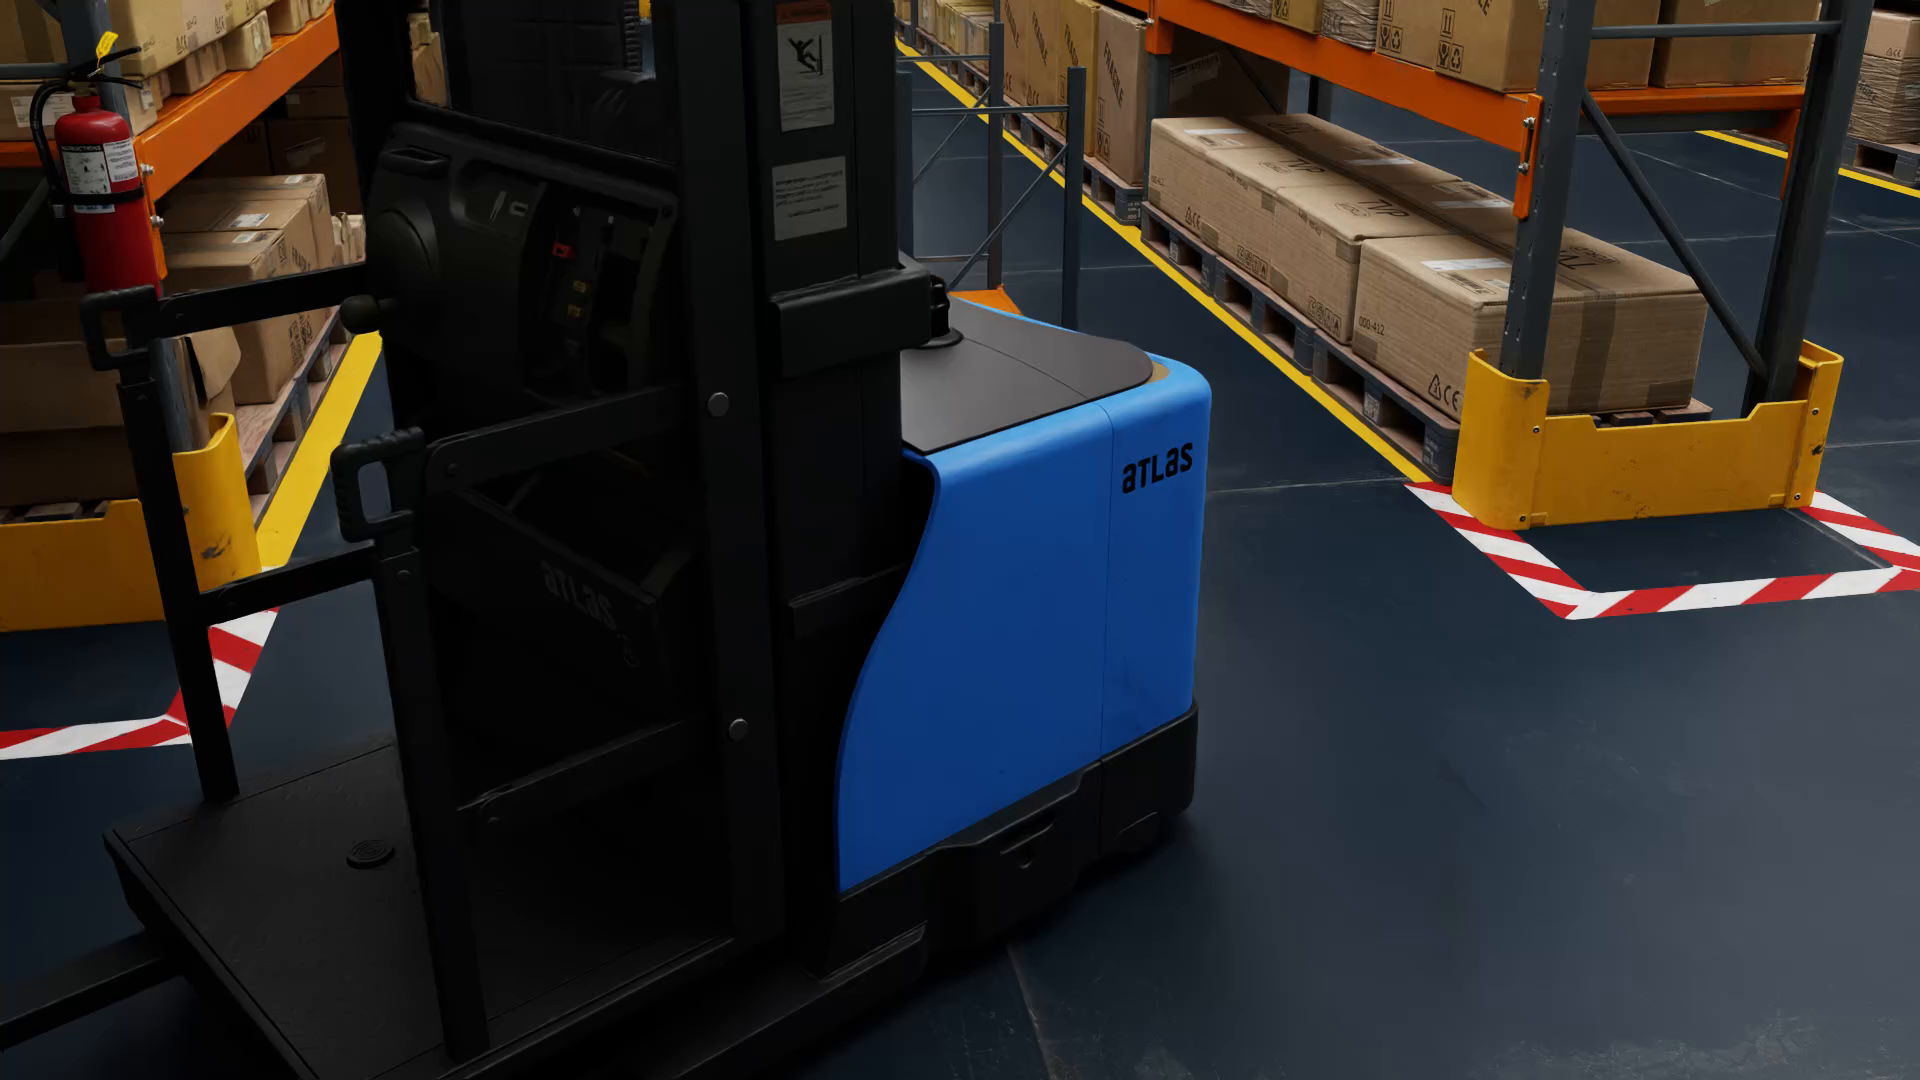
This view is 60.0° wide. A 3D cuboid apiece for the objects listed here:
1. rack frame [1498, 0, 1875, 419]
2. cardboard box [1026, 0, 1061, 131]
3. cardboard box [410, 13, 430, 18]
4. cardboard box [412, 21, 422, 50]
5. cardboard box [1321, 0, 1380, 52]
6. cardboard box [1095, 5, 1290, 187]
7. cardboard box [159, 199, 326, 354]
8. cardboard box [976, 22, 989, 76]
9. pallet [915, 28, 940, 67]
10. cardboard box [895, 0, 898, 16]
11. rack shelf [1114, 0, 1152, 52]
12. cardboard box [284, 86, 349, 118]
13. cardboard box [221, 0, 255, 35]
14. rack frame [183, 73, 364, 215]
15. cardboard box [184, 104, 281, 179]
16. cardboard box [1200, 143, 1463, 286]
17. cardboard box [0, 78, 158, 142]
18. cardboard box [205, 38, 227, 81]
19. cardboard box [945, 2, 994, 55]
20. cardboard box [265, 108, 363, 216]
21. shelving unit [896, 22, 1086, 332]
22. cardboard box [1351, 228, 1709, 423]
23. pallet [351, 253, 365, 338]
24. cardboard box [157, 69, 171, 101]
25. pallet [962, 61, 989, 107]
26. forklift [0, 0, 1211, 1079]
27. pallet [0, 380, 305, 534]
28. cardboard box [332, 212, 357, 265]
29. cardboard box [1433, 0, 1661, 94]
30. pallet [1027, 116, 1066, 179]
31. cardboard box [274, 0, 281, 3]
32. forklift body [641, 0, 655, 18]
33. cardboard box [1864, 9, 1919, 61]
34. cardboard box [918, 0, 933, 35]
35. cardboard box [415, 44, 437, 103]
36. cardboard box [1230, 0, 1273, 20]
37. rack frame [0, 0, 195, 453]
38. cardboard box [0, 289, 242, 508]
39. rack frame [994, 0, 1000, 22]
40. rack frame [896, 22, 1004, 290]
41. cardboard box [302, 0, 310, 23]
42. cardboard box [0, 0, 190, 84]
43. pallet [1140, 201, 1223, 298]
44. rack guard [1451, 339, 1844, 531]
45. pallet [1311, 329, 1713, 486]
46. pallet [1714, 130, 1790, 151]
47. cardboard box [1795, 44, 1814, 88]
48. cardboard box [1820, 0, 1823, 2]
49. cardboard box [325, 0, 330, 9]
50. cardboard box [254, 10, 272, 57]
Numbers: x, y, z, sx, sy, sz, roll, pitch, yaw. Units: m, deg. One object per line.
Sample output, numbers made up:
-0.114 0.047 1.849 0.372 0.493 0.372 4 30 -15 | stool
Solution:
2.238 -1.520 4.983 1.000 3.000 0.127 -4 24 -10 | rack frame
0.966 -3.257 11.089 0.875 0.875 0.875 -4 24 -9 | cardboard box
-3.778 -3.467 11.228 0.380 0.149 0.250 -5 24 -12 | cardboard box
-3.692 -3.255 10.743 0.380 0.149 0.250 -5 24 -12 | cardboard box
1.706 -2.136 6.269 0.500 0.500 0.500 -4 24 -8 | cardboard box
1.305 -2.550 9.471 0.875 0.875 0.875 -4 24 -8 | cardboard box
-2.778 -1.000 6.391 0.500 0.500 0.500 -4 24 -9 | cardboard box
0.664 -3.878 13.140 0.950 0.372 0.625 -6 24 -13 | cardboard box
0.165 -4.656 15.647 1.003 0.211 1.213 -4 24 -10 | pallet
-0.462 -5.594 17.221 0.500 0.250 0.500 -5 24 -11 | cardboard box
1.129 -3.550 10.530 1.077 0.370 4.000 -4 24 -10 | rack shelf
-3.183 -2.230 8.395 0.380 0.149 0.250 -3 24 -7 | cardboard box
-2.649 -1.815 5.473 0.500 0.250 0.500 -5 24 -11 | cardboard box
-3.379 -2.725 7.741 1.000 3.000 0.127 -4 24 -10 | rack frame
-3.760 -1.943 8.549 0.500 0.500 0.500 -4 24 -10 | cardboard box
1.676 -1.505 7.624 0.875 0.438 0.875 -5 24 -11 | cardboard box
-2.430 -1.186 4.531 0.380 0.149 0.250 -4 24 -10 | cardboard box
-2.647 -1.591 5.459 0.380 0.149 0.250 -4 24 -9 | cardboard box
0.385 -4.466 14.487 0.950 0.372 0.625 -4 24 -8 | cardboard box
-3.247 -1.979 8.631 0.500 0.500 0.500 -3 24 -7 | cardboard box
-0.014 -0.717 5.018 0.587 1.500 1.083 -4 24 -10 | shelving unit
2.018 -0.791 5.989 0.875 0.438 0.875 -5 24 -12 | cardboard box
-3.253 -1.176 7.680 1.003 0.211 1.213 -4 24 -10 | pallet
-2.605 -1.383 4.983 0.380 0.149 0.250 -5 24 -10 | cardboard box
0.616 -3.696 13.450 1.003 0.211 1.213 -4 24 -10 | pallet
-0.897 -0.445 2.606 3.031 2.935 1.130 -20 31 -39 | forklift
-2.801 -0.217 5.483 1.003 0.211 1.213 -4 24 -10 | pallet
-2.921 -1.326 7.430 0.396 0.266 0.258 -3 24 -8 | cardboard box
1.889 -1.736 5.352 0.500 0.500 0.500 -4 24 -9 | cardboard box
1.053 -2.594 10.927 1.003 0.211 1.213 -4 24 -10 | pallet
-2.858 -2.217 6.394 0.500 0.250 0.500 -4 24 -10 | cardboard box
-3.454 -6.445 17.319 2.313 2.155 1.214 -4 24 -10 | forklift body
5.959 -3.164 10.409 0.500 0.250 0.500 -5 24 -11 | cardboard box
0.119 -5.022 15.760 0.950 0.372 0.625 -4 24 -9 | cardboard box
-3.747 -2.997 10.963 0.500 0.500 0.500 -5 24 -11 | cardboard box
1.503 -2.541 7.195 0.500 0.500 0.500 -4 24 -9 | cardboard box
-2.639 -1.151 4.138 1.000 3.000 0.127 -4 24 -10 | rack frame
-2.659 -0.447 5.121 0.797 0.503 0.637 -5 24 -12 | cardboard box
0.759 -4.667 12.188 1.000 3.000 0.127 -4 24 -10 | rack frame
-0.110 -0.921 5.484 0.500 1.500 0.032 -4 24 -10 | rack frame
-2.908 -2.196 6.845 0.380 0.149 0.250 -4 24 -8 | cardboard box
-2.458 -1.417 4.563 0.500 0.250 0.500 -4 24 -9 | cardboard box
1.562 -1.511 8.445 1.003 0.211 1.213 -4 24 -10 | pallet
2.243 -0.365 5.461 1.175 0.500 0.348 -4 24 -10 | rack guard
2.014 -0.551 6.248 1.003 0.211 1.213 -4 24 -10 | pallet
5.970 -3.009 11.875 1.003 0.211 1.213 -4 24 -10 | pallet
5.866 -3.021 11.017 0.500 0.500 0.500 -5 24 -11 | cardboard box
5.765 -3.574 11.348 0.500 0.250 0.500 -5 24 -12 | cardboard box
-3.002 -2.402 7.316 0.380 0.149 0.250 -4 24 -8 | cardboard box
-2.688 -1.798 5.933 0.380 0.149 0.250 -4 24 -9 | cardboard box
